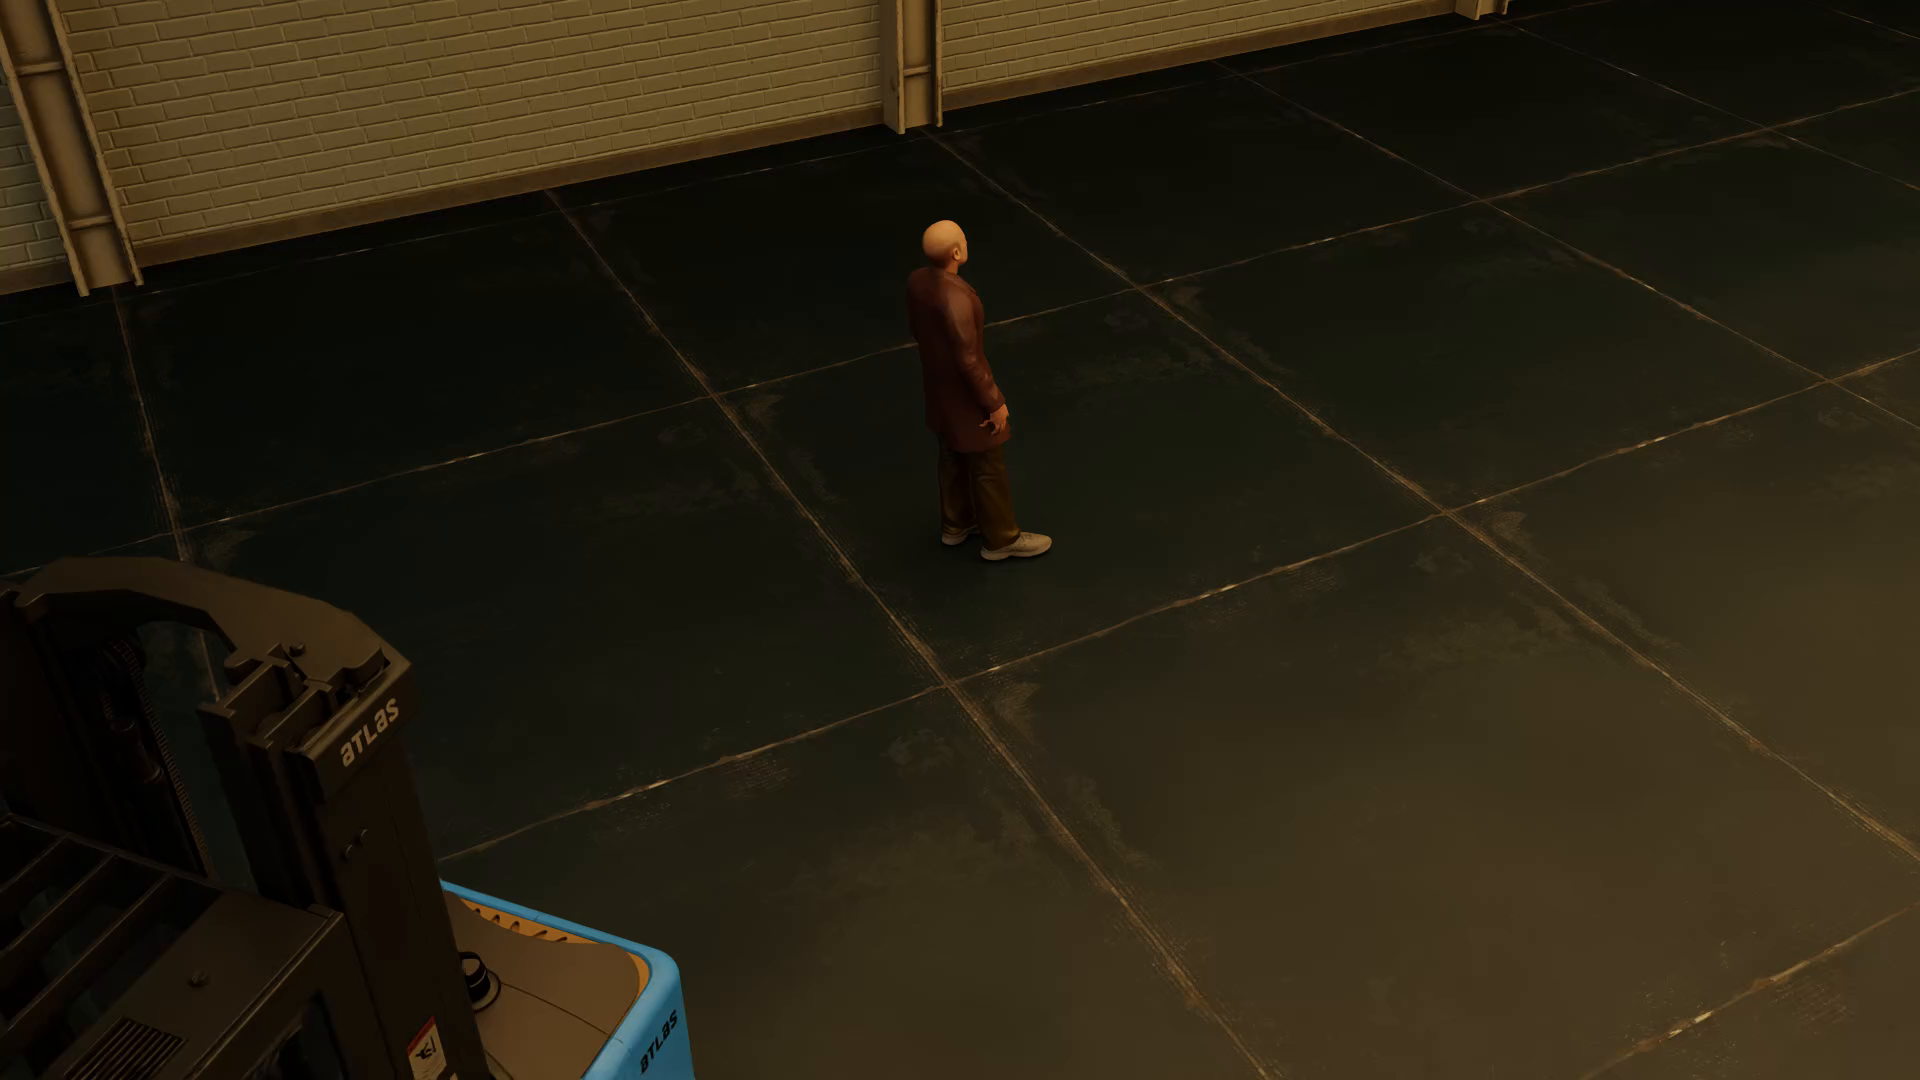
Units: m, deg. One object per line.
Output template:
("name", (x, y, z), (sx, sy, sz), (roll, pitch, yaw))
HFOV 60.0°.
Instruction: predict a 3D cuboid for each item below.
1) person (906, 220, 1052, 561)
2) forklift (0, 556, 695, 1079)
("person", (0.082, -0.754, 8.176), (0.582, 1.776, 0.696), (-17, 39, -23))
("forklift", (-1.838, 1.630, 3.817), (1.130, 2.935, 3.031), (13, 37, 17))
